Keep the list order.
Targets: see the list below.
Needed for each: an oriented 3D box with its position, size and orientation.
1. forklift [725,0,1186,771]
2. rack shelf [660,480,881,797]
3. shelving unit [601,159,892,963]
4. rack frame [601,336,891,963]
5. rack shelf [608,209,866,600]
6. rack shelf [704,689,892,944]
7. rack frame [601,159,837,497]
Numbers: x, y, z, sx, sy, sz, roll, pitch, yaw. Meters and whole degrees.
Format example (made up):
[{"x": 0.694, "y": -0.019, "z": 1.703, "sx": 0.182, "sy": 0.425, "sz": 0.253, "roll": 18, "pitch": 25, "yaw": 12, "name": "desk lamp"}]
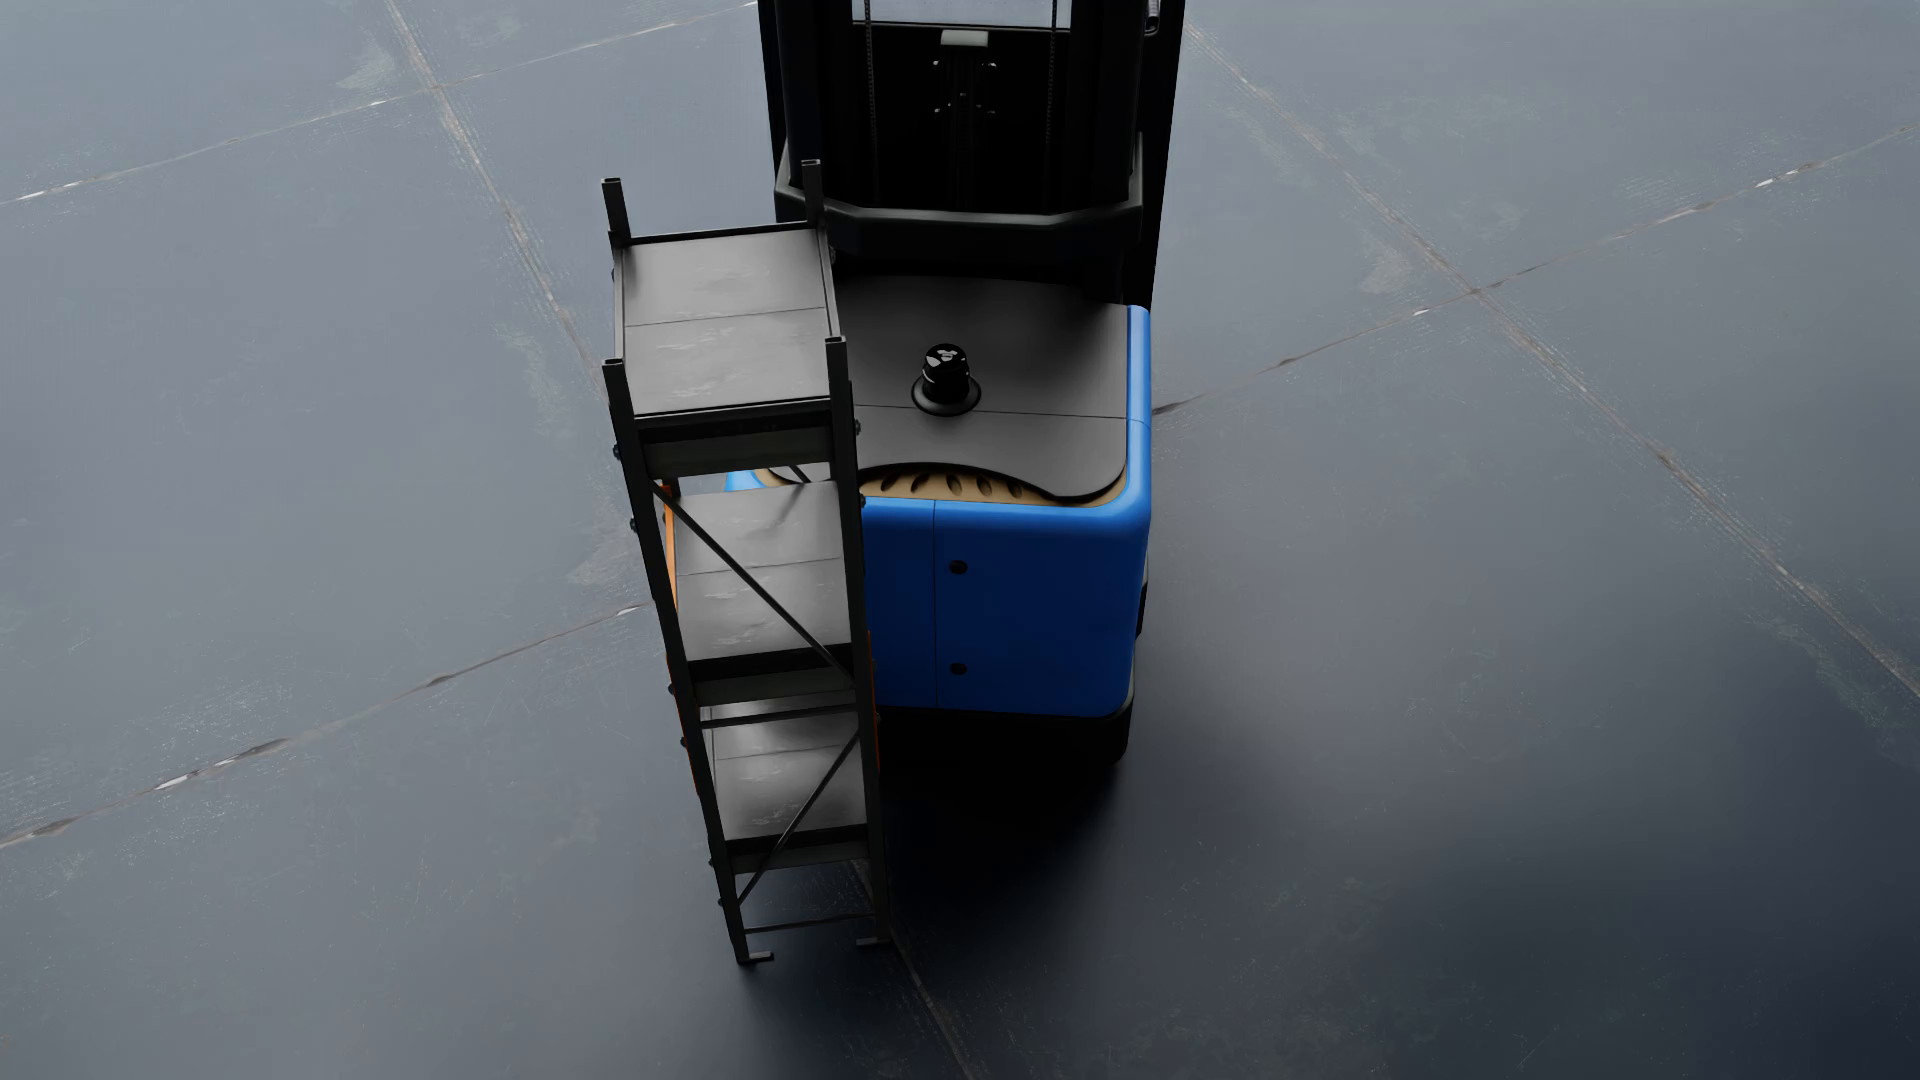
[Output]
[{"x": 0.045, "y": -1.437, "z": 4.560, "sx": 1.130, "sy": 2.935, "sz": 3.031, "roll": 3, "pitch": 49, "yaw": 3, "name": "forklift"}, {"x": -0.418, "y": 0.203, "z": 3.693, "sx": 0.431, "sy": 0.518, "sz": 0.480, "roll": -6, "pitch": 49, "yaw": -5, "name": "rack shelf"}, {"x": -0.418, "y": 0.194, "z": 3.683, "sx": 0.431, "sy": 2.100, "sz": 0.503, "roll": -6, "pitch": 49, "yaw": -5, "name": "shelving unit"}, {"x": -0.383, "y": 0.377, "z": 3.524, "sx": 0.400, "sy": 2.100, "sz": 0.015, "roll": -6, "pitch": 49, "yaw": -5, "name": "rack frame"}, {"x": -0.420, "y": -0.256, "z": 3.164, "sx": 0.431, "sy": 0.518, "sz": 0.480, "roll": -6, "pitch": 49, "yaw": -5, "name": "rack shelf"}, {"x": -0.415, "y": 0.662, "z": 4.222, "sx": 0.431, "sy": 0.518, "sz": 0.480, "roll": -6, "pitch": 49, "yaw": -5, "name": "rack shelf"}, {"x": -0.452, "y": 0.012, "z": 3.841, "sx": 0.400, "sy": 2.100, "sz": 0.015, "roll": -6, "pitch": 49, "yaw": -5, "name": "rack frame"}]
